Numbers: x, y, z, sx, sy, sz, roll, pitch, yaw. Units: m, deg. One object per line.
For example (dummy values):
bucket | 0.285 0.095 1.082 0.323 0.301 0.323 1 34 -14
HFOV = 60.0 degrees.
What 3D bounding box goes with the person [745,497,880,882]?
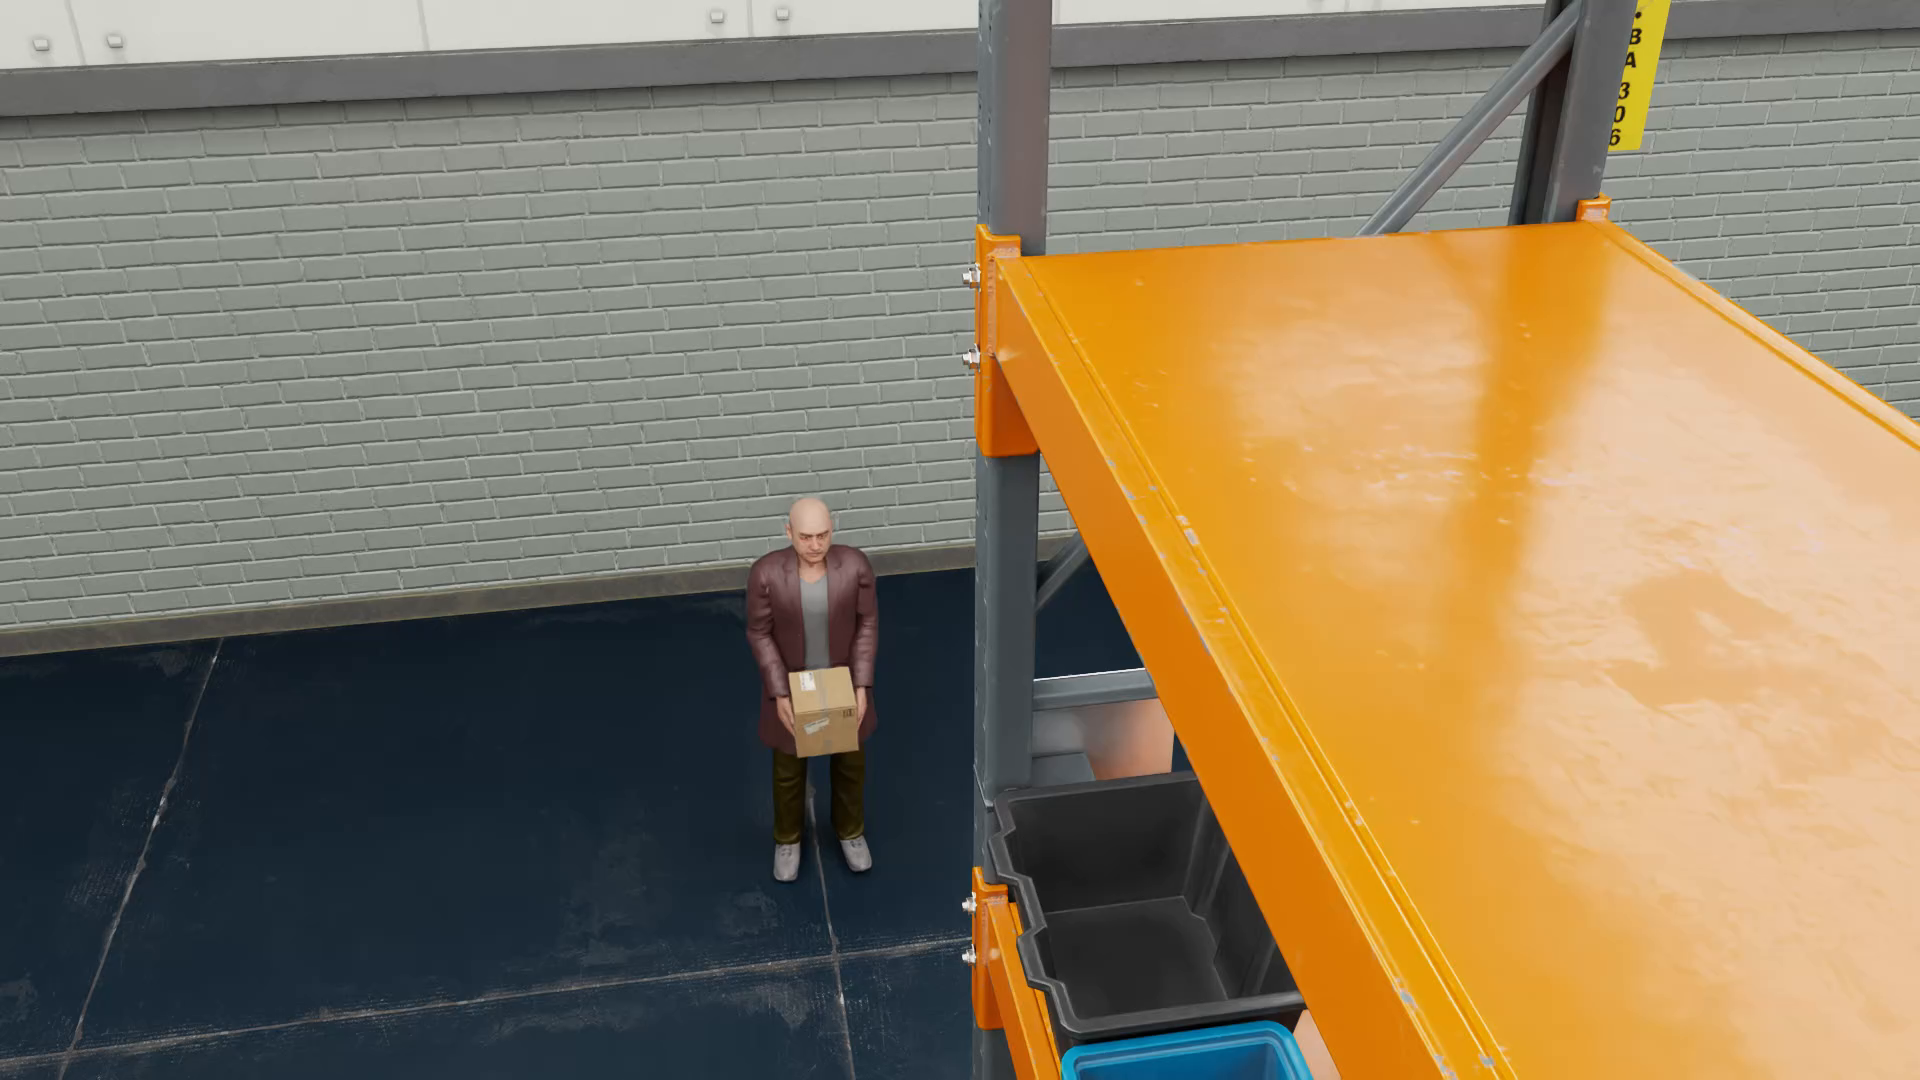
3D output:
person | -0.598 0.659 7.019 0.566 1.782 0.499 -6 31 -9
